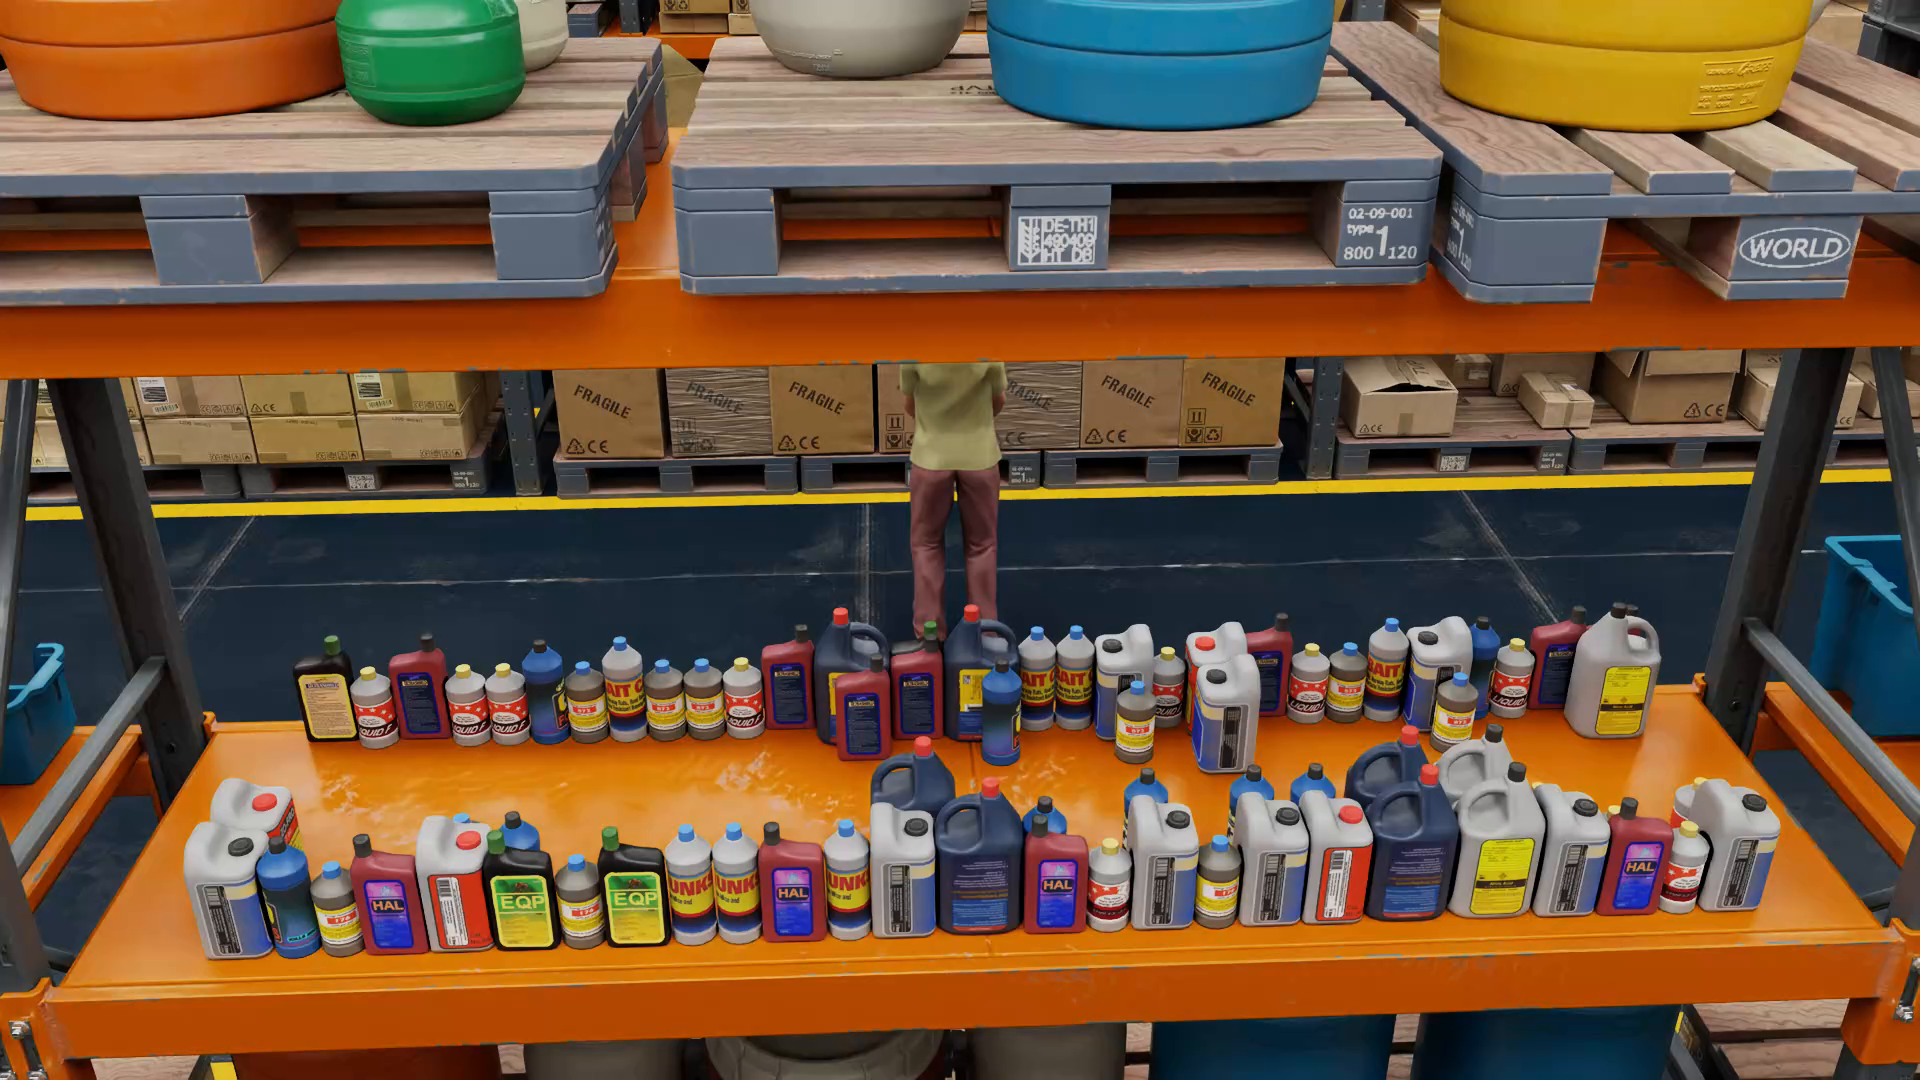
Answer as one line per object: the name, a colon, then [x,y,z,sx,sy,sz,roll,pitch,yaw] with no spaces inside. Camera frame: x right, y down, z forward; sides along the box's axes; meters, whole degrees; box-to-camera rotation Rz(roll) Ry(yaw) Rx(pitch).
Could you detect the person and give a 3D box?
person: [-0.026,-0.318,6.742,0.425,1.663,0.553,-1,28,-2]
